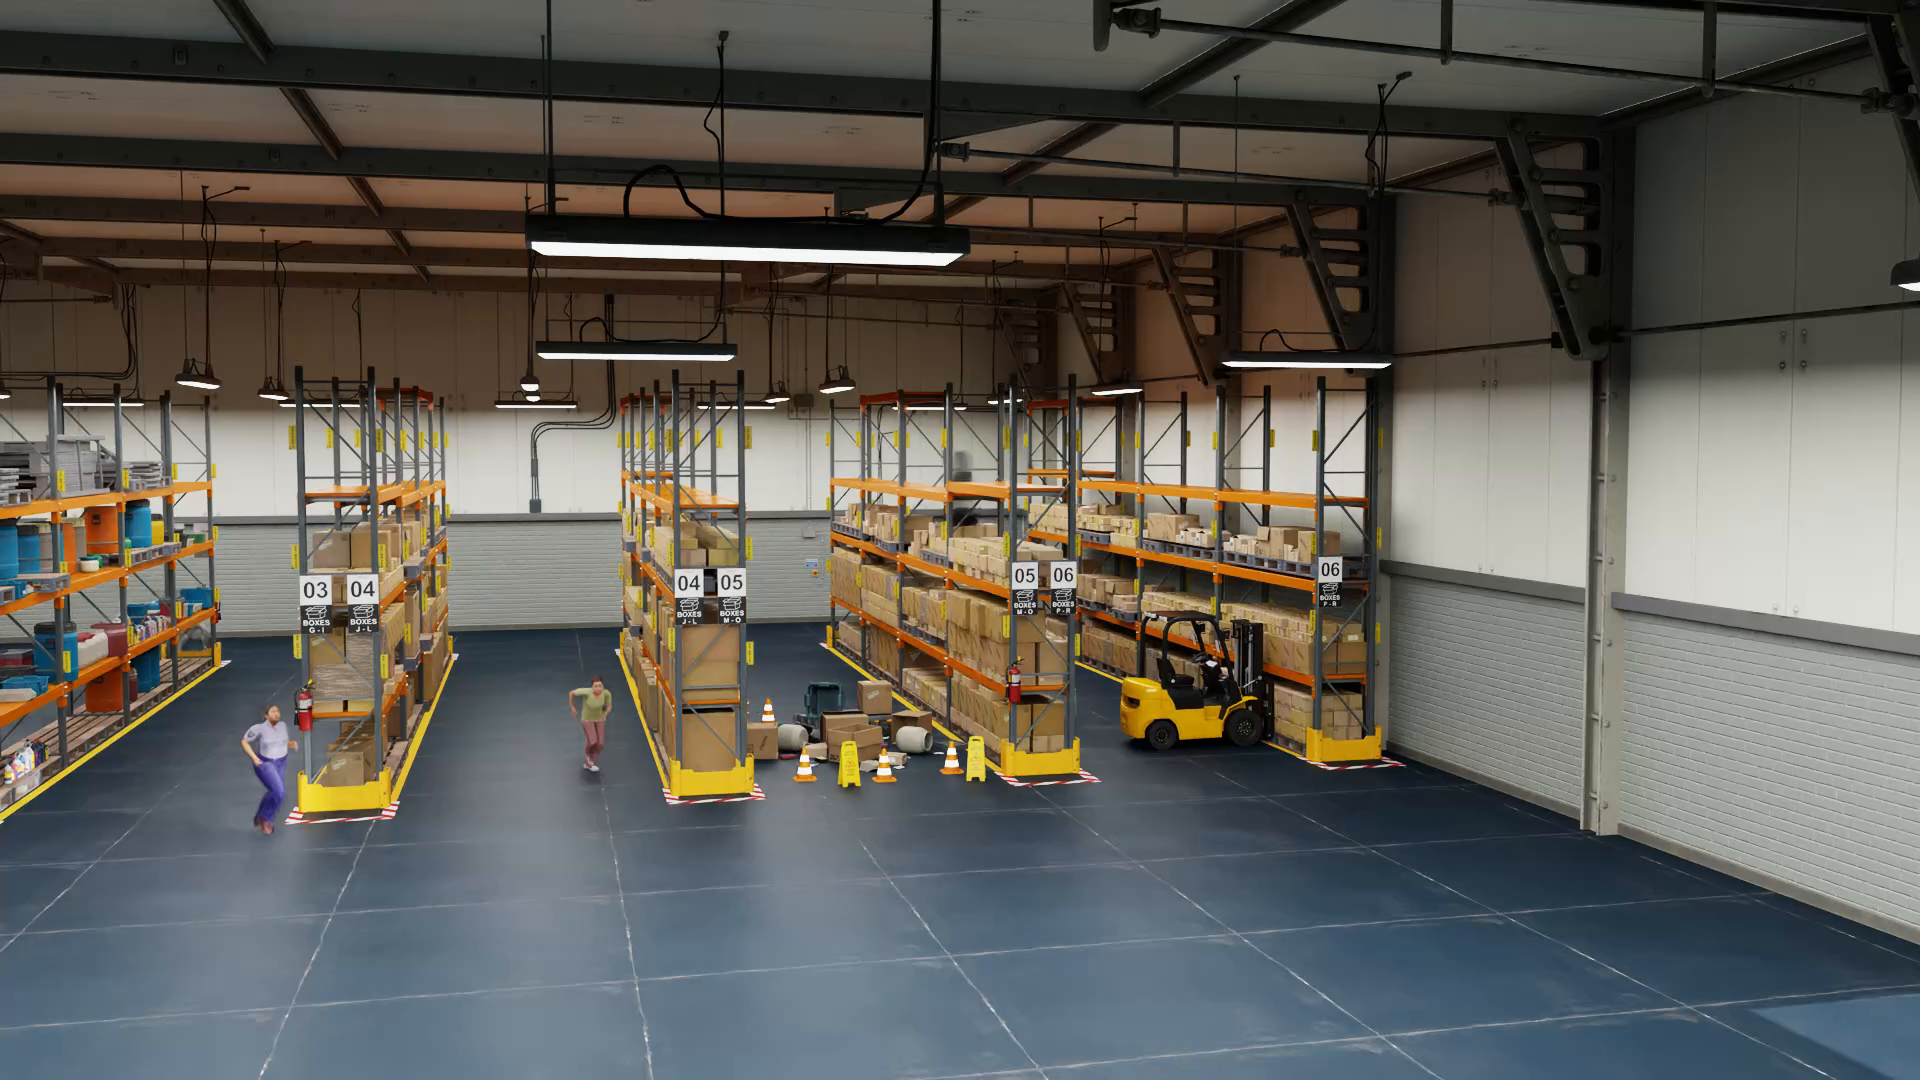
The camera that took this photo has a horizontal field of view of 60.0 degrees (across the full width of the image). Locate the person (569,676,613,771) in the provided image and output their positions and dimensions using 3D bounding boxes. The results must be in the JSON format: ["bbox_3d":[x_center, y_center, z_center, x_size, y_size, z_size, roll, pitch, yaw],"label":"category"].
[{"bbox_3d":[-5.544,2.762,24.998,0.601,1.503,0.804,-2,4,-27],"label":"person"}]

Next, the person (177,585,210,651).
[{"bbox_3d":[-17.766,1.886,38.507,0.923,1.695,0.610,0,3,-3],"label":"person"}]

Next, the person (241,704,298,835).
[{"bbox_3d":[-8.782,2.931,21.293,0.663,1.672,0.577,1,4,23],"label":"person"}]
